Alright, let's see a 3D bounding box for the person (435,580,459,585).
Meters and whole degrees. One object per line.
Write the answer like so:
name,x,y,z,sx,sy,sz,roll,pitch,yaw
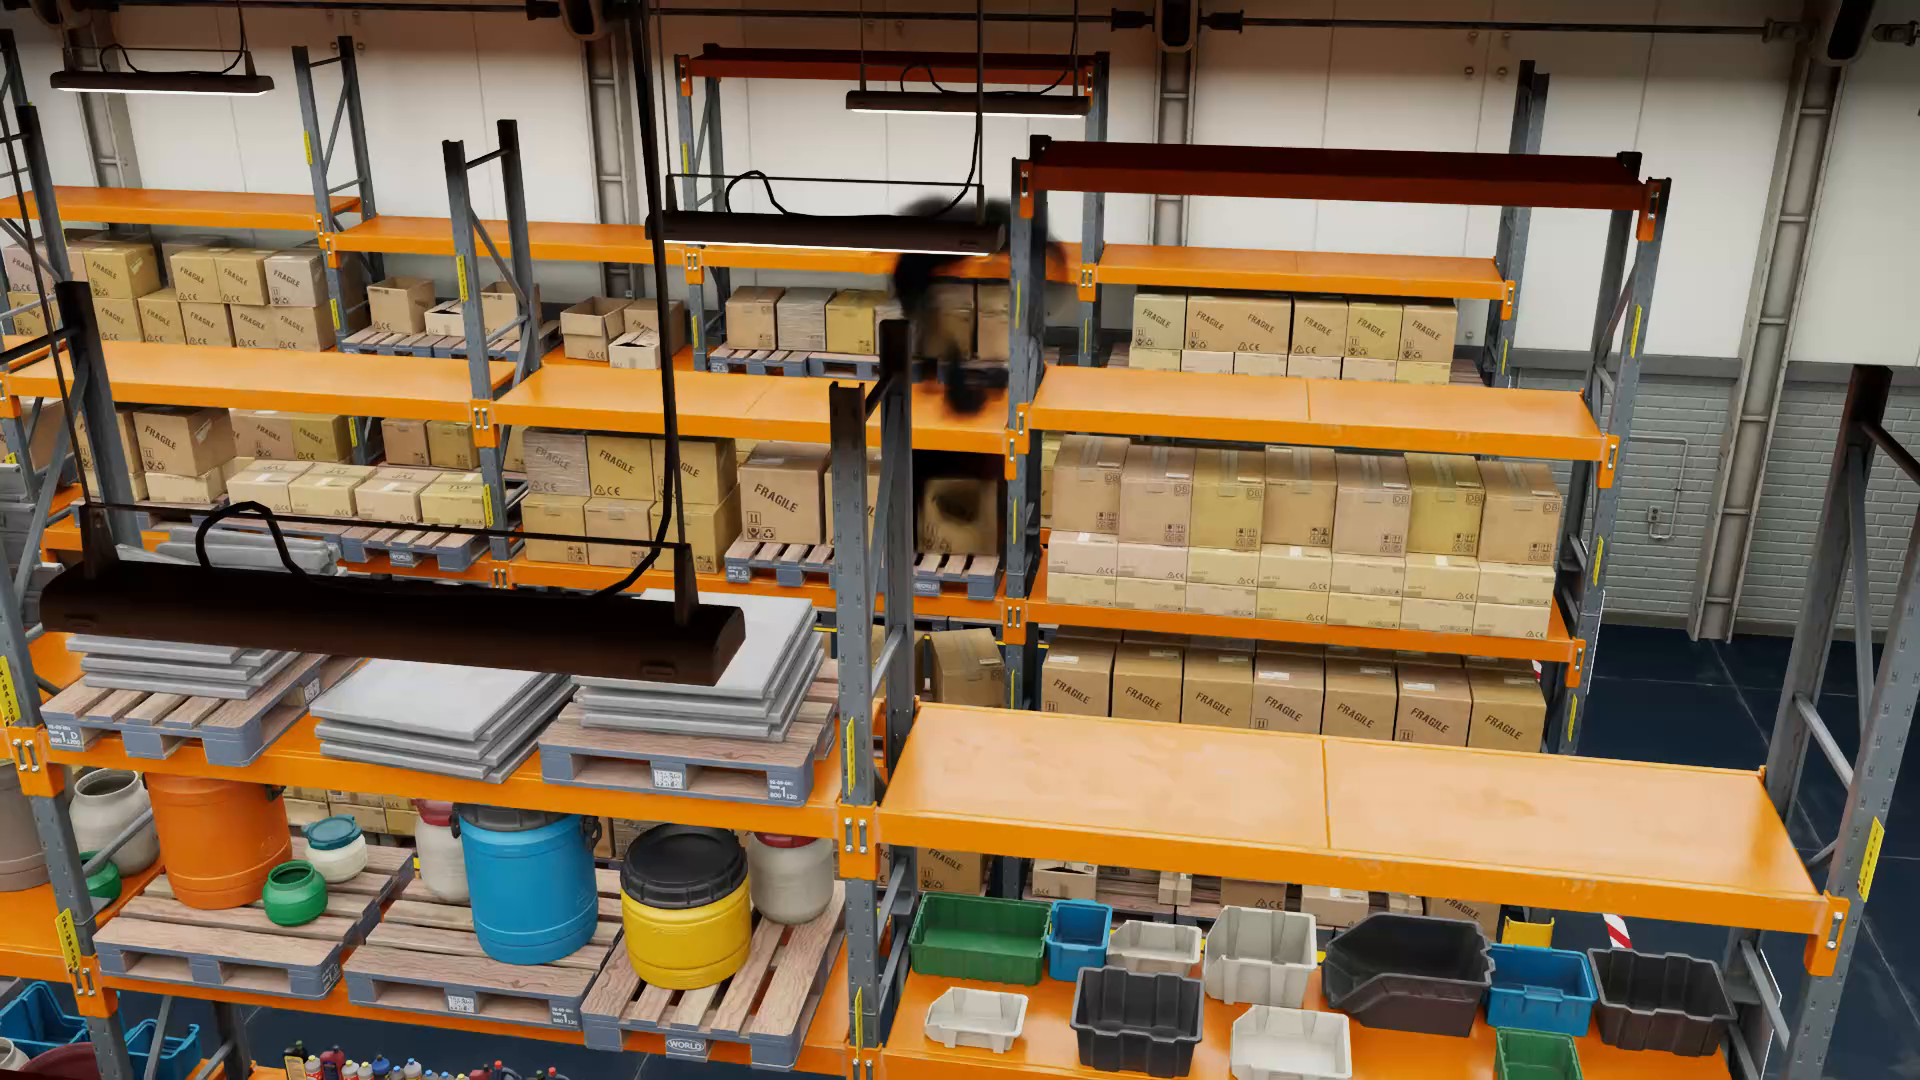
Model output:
person,-4.424,1.175,15.623,0.984,1.593,0.669,6,24,14
